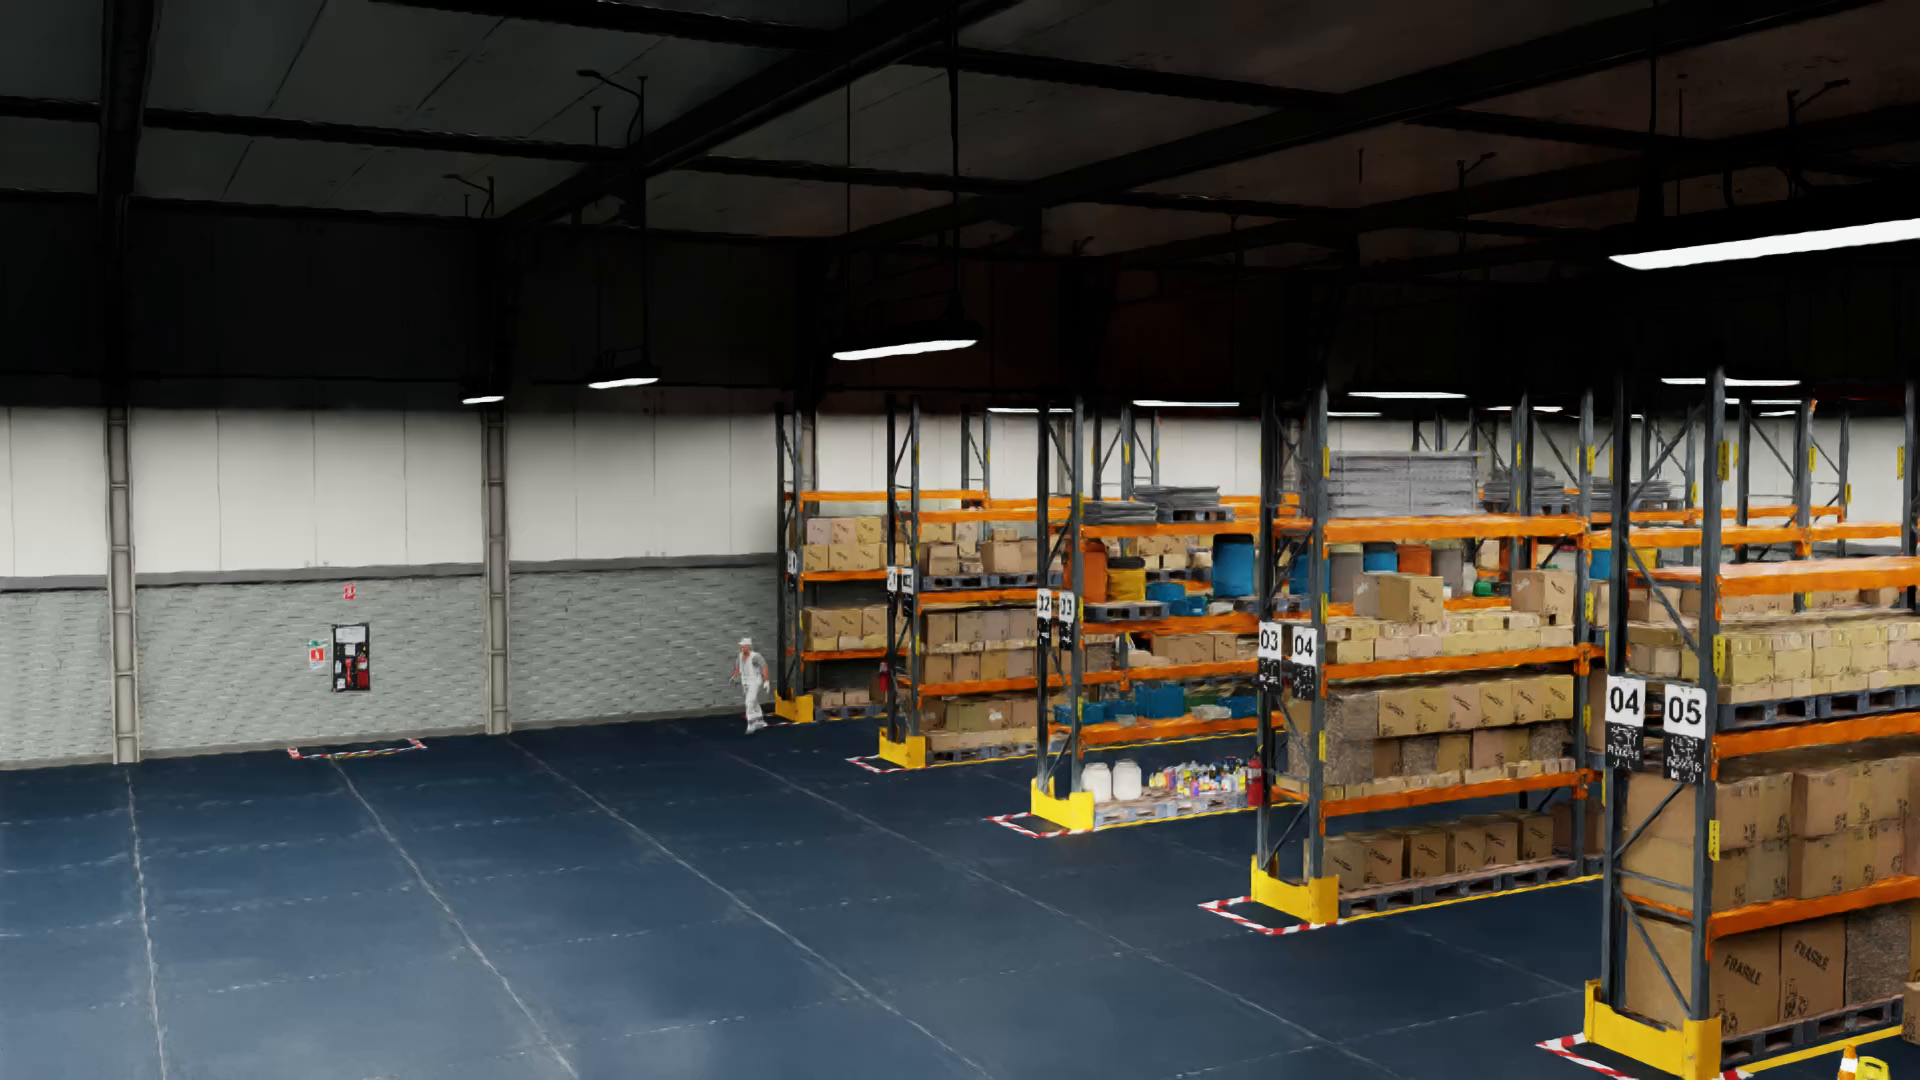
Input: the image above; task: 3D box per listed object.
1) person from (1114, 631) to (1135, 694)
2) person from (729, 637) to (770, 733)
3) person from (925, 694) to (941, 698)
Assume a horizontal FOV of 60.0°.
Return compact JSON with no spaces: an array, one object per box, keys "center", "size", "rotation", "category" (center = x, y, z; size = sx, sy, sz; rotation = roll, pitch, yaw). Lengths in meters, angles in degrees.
[{"center":[3.236,2.441,32.176],"size":[0.463,1.782,0.598],"rotation":[2,4,34],"category":"person"},{"center":[-3.757,2.601,29.939],"size":[0.675,1.723,0.793],"rotation":[3,4,42],"category":"person"},{"center":[-0.522,2.650,29.235],"size":[0.538,1.733,0.729],"rotation":[-2,4,-29],"category":"person"}]
